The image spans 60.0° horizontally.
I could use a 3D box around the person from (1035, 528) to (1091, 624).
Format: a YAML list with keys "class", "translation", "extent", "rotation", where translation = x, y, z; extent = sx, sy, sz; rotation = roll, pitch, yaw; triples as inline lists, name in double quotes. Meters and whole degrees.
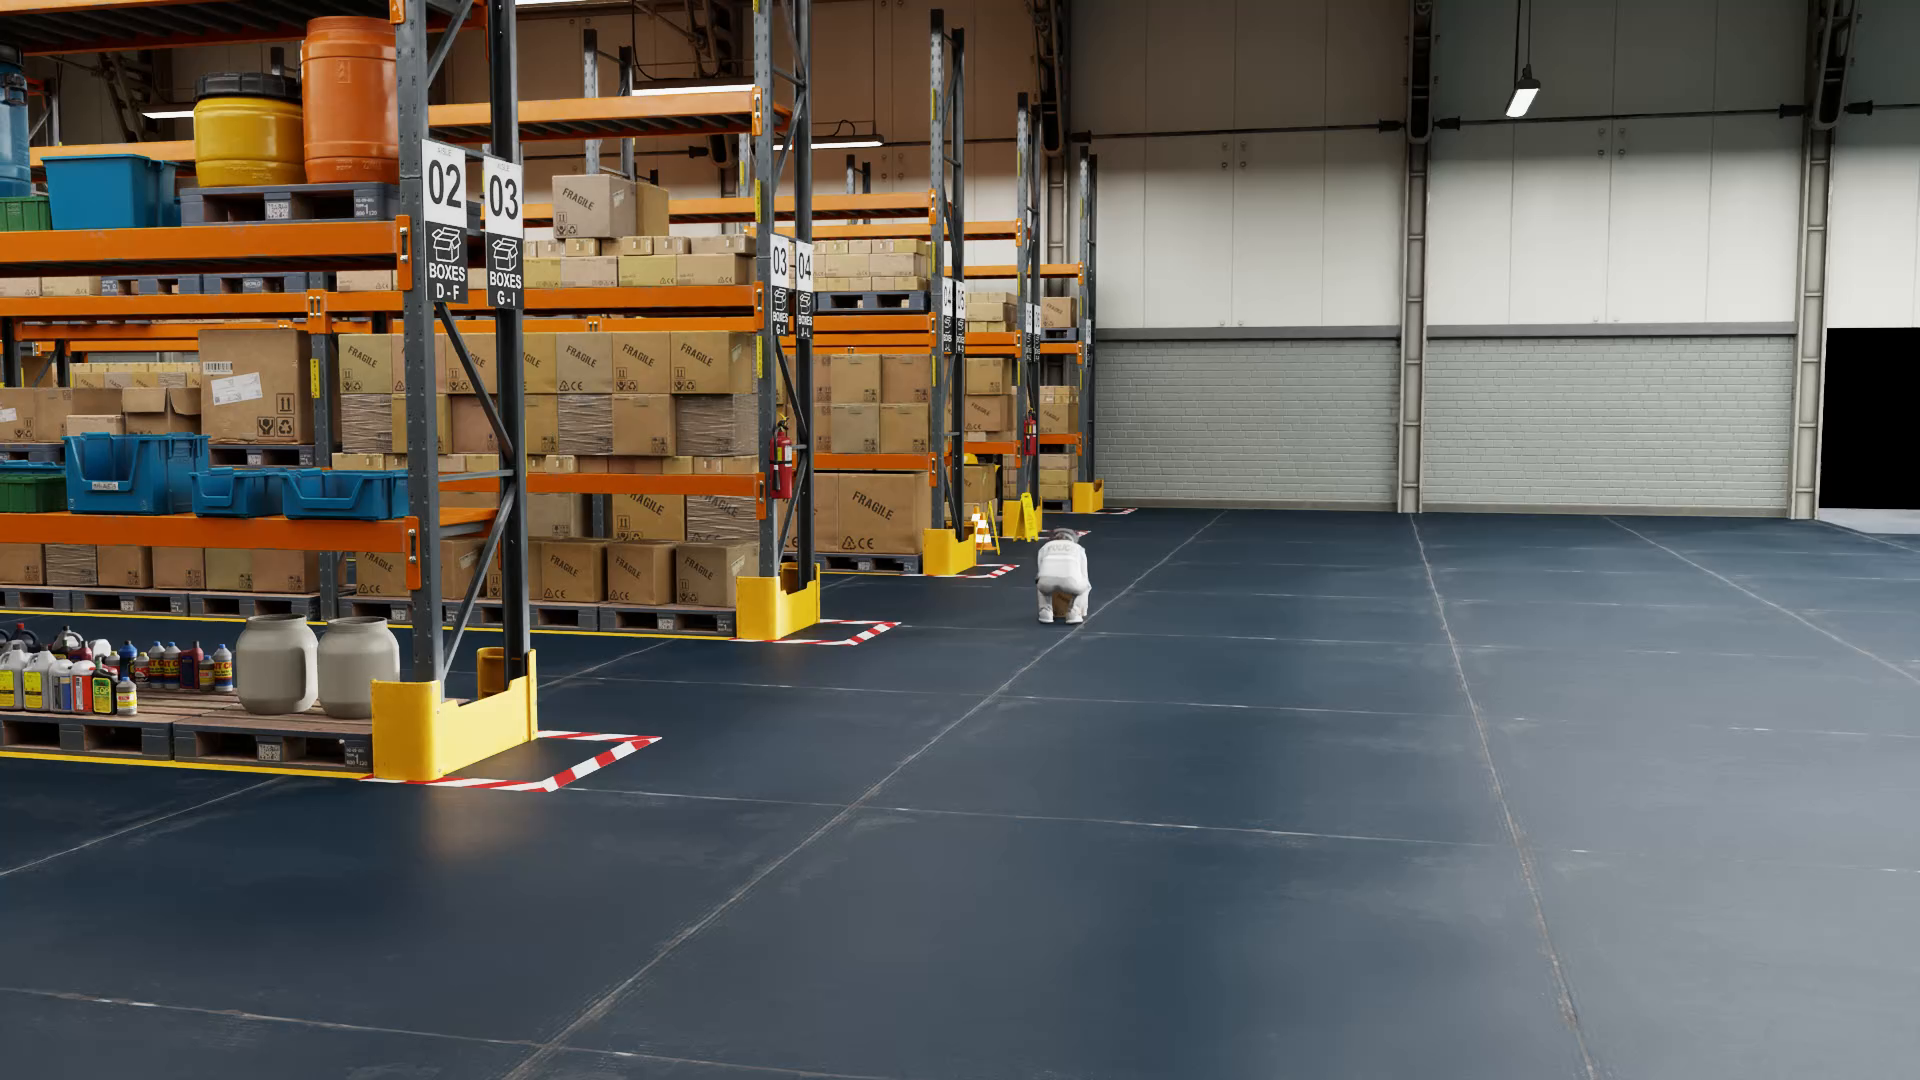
- class: "person"
  translation: [0.886, 0.345, 14.369]
  extent: [0.473, 0.852, 0.886]
  rotation: [1, 5, 13]
